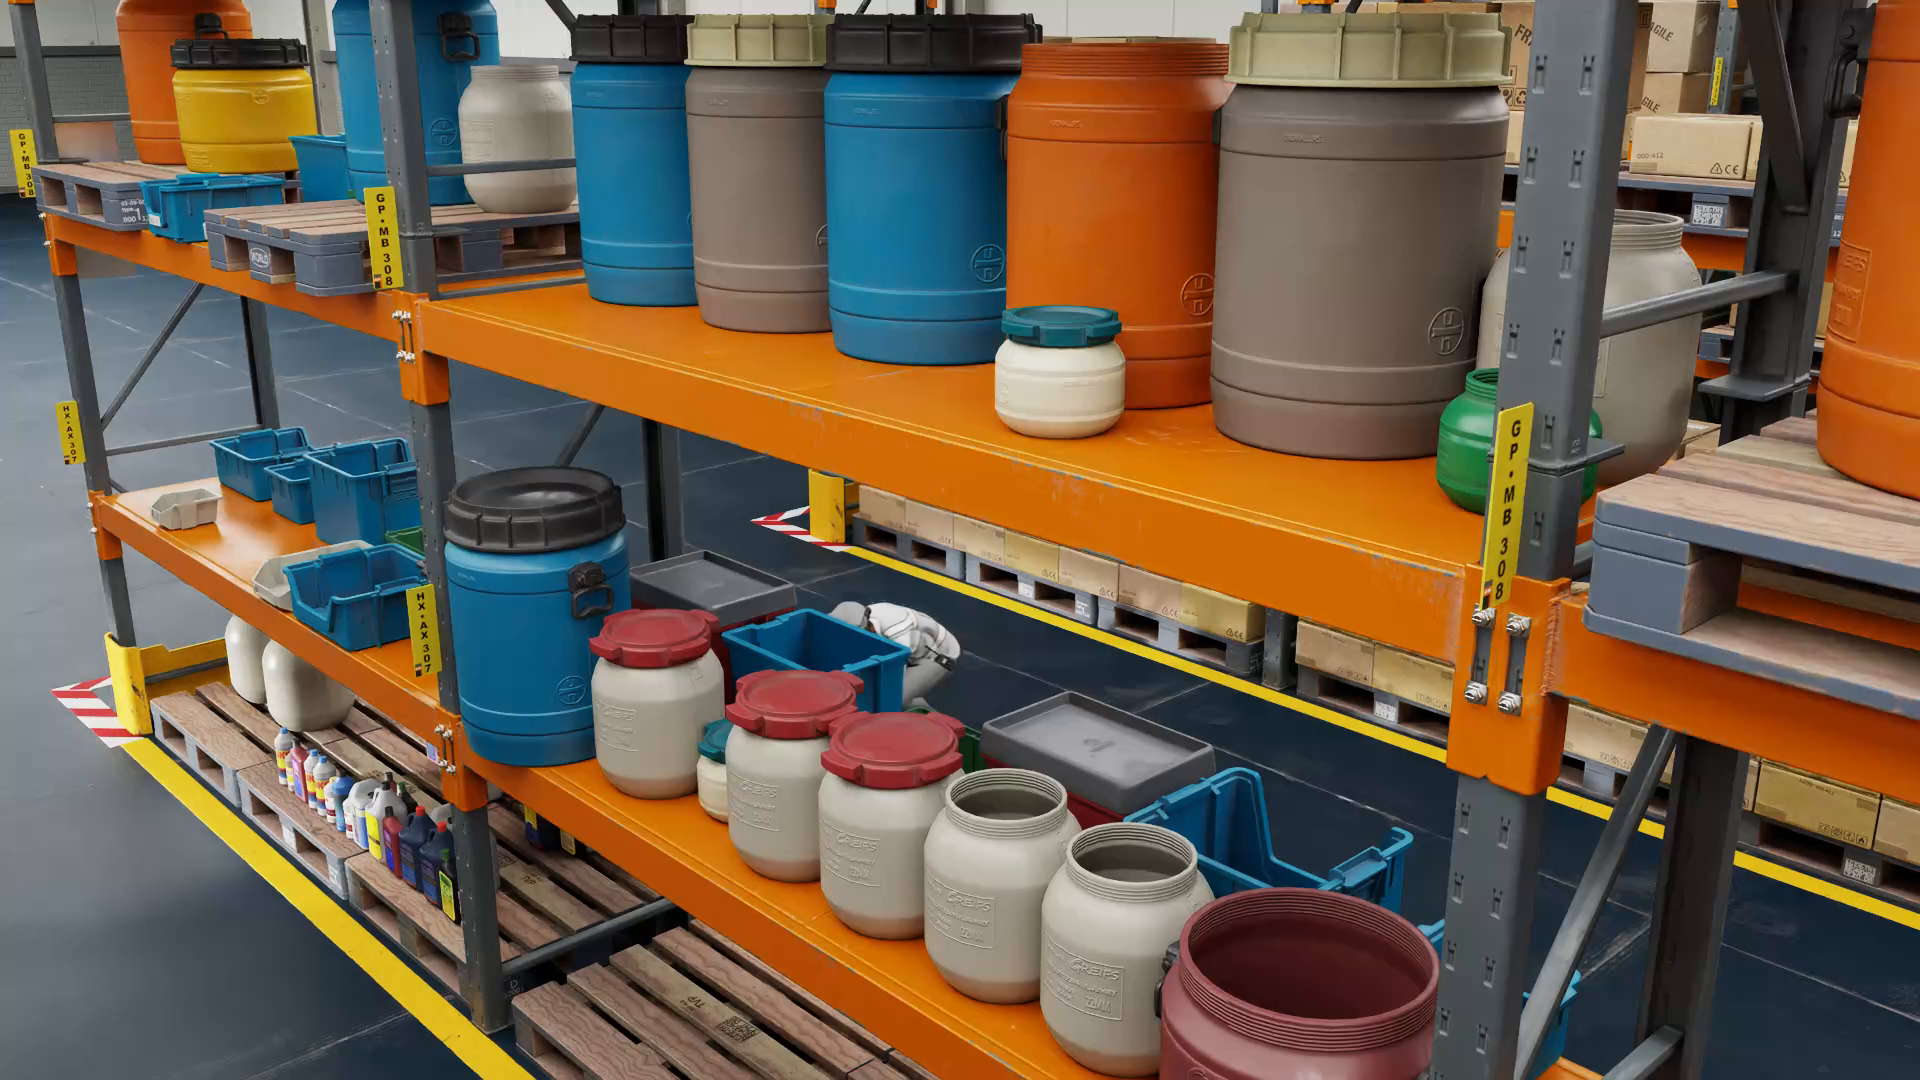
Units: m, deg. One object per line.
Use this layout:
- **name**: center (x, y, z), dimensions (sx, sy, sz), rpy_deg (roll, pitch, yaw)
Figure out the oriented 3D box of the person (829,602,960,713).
- **person**: center (-0.382, 0.666, 8.780), dimensions (0.868, 0.863, 0.479), rpy_deg (-16, 23, -41)
